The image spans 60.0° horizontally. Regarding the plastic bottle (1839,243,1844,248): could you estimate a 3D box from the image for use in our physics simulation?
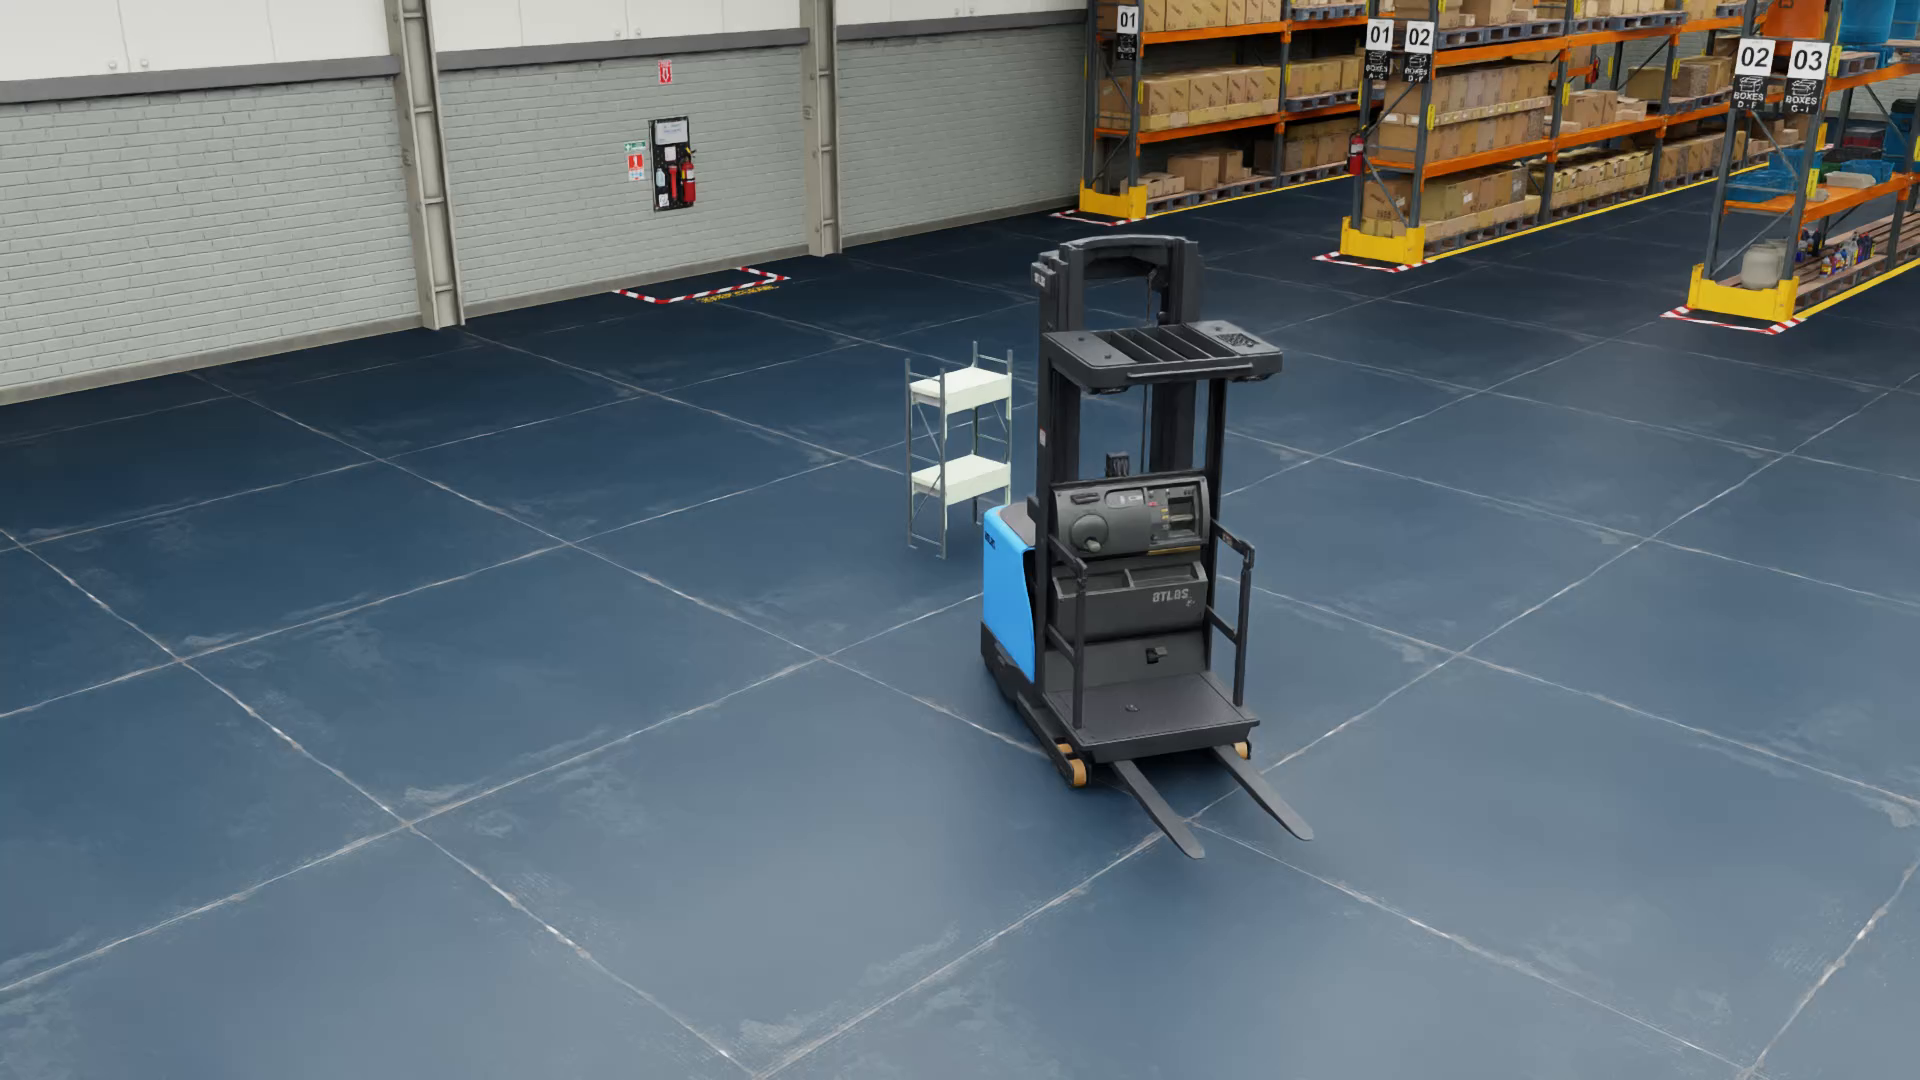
[{"bbox_3d":[11.588,-3.764,21.861,0.061,0.283,0.133,19,28,41],"label":"plastic bottle"}]

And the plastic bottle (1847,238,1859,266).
[{"bbox_3d":[11.679,-3.777,21.799,0.144,0.351,0.185,19,28,40],"label":"plastic bottle"}]

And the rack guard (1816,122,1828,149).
[{"bbox_3d":[17.053,-8.317,34.016,1.175,0.500,0.348,19,28,41],"label":"rack guard"}]

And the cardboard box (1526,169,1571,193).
[{"bbox_3d":[9.201,-5.637,26.025,0.500,0.311,0.500,19,28,41],"label":"cardboard box"}]

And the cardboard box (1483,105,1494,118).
[{"bbox_3d":[7.445,-6.182,23.933,0.380,0.149,0.250,20,28,41],"label":"cardboard box"}]

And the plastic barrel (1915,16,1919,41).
[{"bbox_3d":[12.936,-7.165,22.656,0.600,0.901,0.600,0,21,0],"label":"plastic barrel"}]

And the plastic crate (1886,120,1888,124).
[{"bbox_3d":[13.725,-5.897,24.147,0.402,0.464,0.583,19,28,41],"label":"plastic crate"}]

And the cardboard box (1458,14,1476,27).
[{"bbox_3d":[6.891,-7.193,22.997,0.380,0.149,0.250,19,28,41],"label":"cardboard box"}]

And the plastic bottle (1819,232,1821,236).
[{"bbox_3d":[11.615,-4.027,22.543,0.061,0.283,0.133,19,28,41],"label":"plastic bottle"}]

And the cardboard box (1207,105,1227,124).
[{"bbox_3d":[4.026,-7.010,27.314,0.500,0.250,0.500,20,28,41],"label":"cardboard box"}]

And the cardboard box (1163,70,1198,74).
[{"bbox_3d":[3.636,-7.483,27.499,0.500,0.500,0.500,-20,29,-41],"label":"cardboard box"}]

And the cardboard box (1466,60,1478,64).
[{"bbox_3d":[9.917,-9.466,32.941,0.500,0.500,0.500,19,28,41],"label":"cardboard box"}]

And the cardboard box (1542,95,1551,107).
[{"bbox_3d":[8.698,-6.645,25.138,0.380,0.149,0.250,19,28,41],"label":"cardboard box"}]

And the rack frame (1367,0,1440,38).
[{"bbox_3d":[5.944,-8.191,21.842,1.000,3.000,0.127,19,28,41],"label":"rack frame"}]

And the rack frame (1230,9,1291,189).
[{"bbox_3d":[5.183,-7.658,28.816,1.000,3.000,0.127,19,28,41],"label":"rack frame"}]

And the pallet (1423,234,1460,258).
[{"bbox_3d":[6.448,-4.296,23.957,1.003,0.211,1.213,19,28,41],"label":"pallet"}]

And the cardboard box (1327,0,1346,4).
[{"bbox_3d":[6.482,-9.738,29.323,0.500,0.500,0.500,18,27,39],"label":"cardboard box"}]

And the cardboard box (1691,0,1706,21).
[{"bbox_3d":[12.161,-9.145,28.367,0.910,0.500,0.500,19,28,41],"label":"cardboard box"}]

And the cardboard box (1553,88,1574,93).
[{"bbox_3d":[13.178,-9.791,36.361,0.380,0.149,0.250,19,28,40],"label":"cardboard box"}]

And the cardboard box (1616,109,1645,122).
[{"bbox_3d":[11.096,-7.029,27.532,0.380,0.149,0.250,19,28,41],"label":"cardboard box"}]

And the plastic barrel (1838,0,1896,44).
[{"bbox_3d":[11.510,-6.779,21.066,0.600,0.901,0.708,19,28,41],"label":"plastic barrel"}]

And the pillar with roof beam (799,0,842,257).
[{"bbox_3d":[1.160,-7.206,19.280,9.100,9.000,0.400,19,28,41],"label":"pillar with roof beam"}]

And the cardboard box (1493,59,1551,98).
[{"bbox_3d":[8.430,-6.955,25.042,0.700,0.500,0.500,19,28,41],"label":"cardboard box"}]

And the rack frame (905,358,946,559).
[{"bbox_3d":[-0.260,-0.604,12.556,0.400,1.500,0.023,19,28,41],"label":"rack frame"}]

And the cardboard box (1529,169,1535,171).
[{"bbox_3d":[8.812,-5.769,26.368,0.500,0.311,0.500,19,28,41],"label":"cardboard box"}]

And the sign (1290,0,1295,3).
[{"bbox_3d":[5.577,-9.165,27.837,0.100,0.325,0.005,19,28,41],"label":"sign"}]

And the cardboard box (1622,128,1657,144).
[{"bbox_3d":[12.046,-7.150,29.322,0.500,0.250,0.500,-19,28,-40],"label":"cardboard box"}]

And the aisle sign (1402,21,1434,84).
[{"bbox_3d":[6.118,-6.510,22.208,0.394,0.787,0.004,19,28,41],"label":"aisle sign"}]

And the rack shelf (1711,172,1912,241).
[{"bbox_3d":[10.886,-4.328,21.157,1.077,0.370,4.000,19,28,41],"label":"rack shelf"}]

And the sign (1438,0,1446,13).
[{"bbox_3d":[6.338,-7.095,21.844,0.100,0.325,0.005,19,28,41],"label":"sign"}]

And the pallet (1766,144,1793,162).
[{"bbox_3d":[15.646,-7.665,32.722,1.003,0.211,1.213,19,28,41],"label":"pallet"}]

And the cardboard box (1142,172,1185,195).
[{"bbox_3d":[3.337,-5.881,27.330,0.500,0.311,0.500,-17,27,-38],"label":"cardboard box"}]

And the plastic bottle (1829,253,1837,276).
[{"bbox_3d":[11.150,-3.529,21.248,0.133,0.283,0.061,-20,28,-41],"label":"plastic bottle"}]

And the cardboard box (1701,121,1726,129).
[{"bbox_3d":[14.510,-7.731,31.879,0.500,0.500,0.500,19,28,41],"label":"cardboard box"}]

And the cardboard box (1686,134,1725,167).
[{"bbox_3d":[13.476,-7.061,30.136,0.500,0.500,0.500,20,29,41],"label":"cardboard box"}]

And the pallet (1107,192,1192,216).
[{"bbox_3d":[3.037,-5.547,27.213,1.003,0.211,1.213,19,28,41],"label":"pallet"}]

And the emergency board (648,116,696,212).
[{"bbox_3d":[-3.676,-4.858,21.532,0.194,1.169,0.643,19,28,41],"label":"emergency board"}]

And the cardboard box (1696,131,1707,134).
[{"bbox_3d":[13.439,-7.310,30.784,0.500,0.500,0.500,-20,28,-41],"label":"cardboard box"}]

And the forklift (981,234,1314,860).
[{"bbox_3d":[1.051,-0.121,9.305,1.130,2.935,3.031,-6,22,-16],"label":"forklift"}]

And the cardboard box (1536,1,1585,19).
[{"bbox_3d":[9.171,-8.101,25.413,0.500,0.250,0.500,-17,27,-37],"label":"cardboard box"}]

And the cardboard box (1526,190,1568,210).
[{"bbox_3d":[9.193,-5.373,26.120,0.500,0.250,0.500,18,28,39],"label":"cardboard box"}]

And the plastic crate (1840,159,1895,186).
[{"bbox_3d":[11.703,-4.756,21.475,0.499,0.251,0.616,19,28,41],"label":"plastic crate"}]

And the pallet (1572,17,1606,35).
[{"bbox_3d":[9.341,-7.960,25.688,0.805,0.209,1.217,18,27,39],"label":"pallet"}]

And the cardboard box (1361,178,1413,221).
[{"bbox_3d":[6.105,-4.865,23.754,0.500,0.500,0.500,19,28,41],"label":"cardboard box"}]

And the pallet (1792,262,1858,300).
[{"bbox_3d":[10.931,-3.399,21.624,1.003,0.211,1.213,19,28,41],"label":"pallet"}]

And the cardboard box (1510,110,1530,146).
[{"bbox_3d":[8.066,-6.212,24.917,0.700,0.500,0.500,19,28,40],"label":"cardboard box"}]

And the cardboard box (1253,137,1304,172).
[{"bbox_3d":[5.684,-6.889,29.689,0.500,0.500,0.700,-19,28,-40],"label":"cardboard box"}]

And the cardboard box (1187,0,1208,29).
[{"bbox_3d":[3.564,-8.372,26.328,0.500,0.500,0.500,-19,28,-40],"label":"cardboard box"}]

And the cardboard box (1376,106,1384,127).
[{"bbox_3d":[8.580,-8.035,32.208,0.750,0.750,0.750,19,28,40],"label":"cardboard box"}]

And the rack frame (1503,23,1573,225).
[{"bbox_3d":[8.735,-6.419,25.593,1.000,3.000,0.127,19,28,41],"label":"rack frame"}]

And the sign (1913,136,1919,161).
[{"bbox_3d":[12.667,-5.167,21.950,0.100,0.325,0.005,19,28,41],"label":"sign"}]

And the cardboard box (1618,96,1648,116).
[{"bbox_3d":[11.240,-7.323,28.070,0.500,0.311,0.500,-18,27,-39],"label":"cardboard box"}]

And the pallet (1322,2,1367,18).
[{"bbox_3d":[6.411,-9.369,29.351,1.213,0.211,1.003,19,28,41],"label":"pallet"}]

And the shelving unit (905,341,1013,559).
[{"bbox_3d":[-0.005,-0.698,12.801,0.431,1.500,0.755,19,28,41],"label":"shelving unit"}]

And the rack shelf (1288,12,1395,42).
[{"bbox_3d":[6.578,-9.236,29.745,1.077,0.370,4.000,19,28,41],"label":"rack shelf"}]

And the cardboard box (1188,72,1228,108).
[{"bbox_3d":[4.009,-7.358,27.172,0.500,0.500,0.500,-19,28,-40],"label":"cardboard box"}]

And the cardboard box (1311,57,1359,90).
[{"bbox_3d":[6.799,-8.489,30.226,0.700,0.500,0.500,19,28,41],"label":"cardboard box"}]

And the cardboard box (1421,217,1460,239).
[{"bbox_3d":[6.824,-4.515,23.887,0.500,0.250,0.500,19,28,41],"label":"cardboard box"}]
